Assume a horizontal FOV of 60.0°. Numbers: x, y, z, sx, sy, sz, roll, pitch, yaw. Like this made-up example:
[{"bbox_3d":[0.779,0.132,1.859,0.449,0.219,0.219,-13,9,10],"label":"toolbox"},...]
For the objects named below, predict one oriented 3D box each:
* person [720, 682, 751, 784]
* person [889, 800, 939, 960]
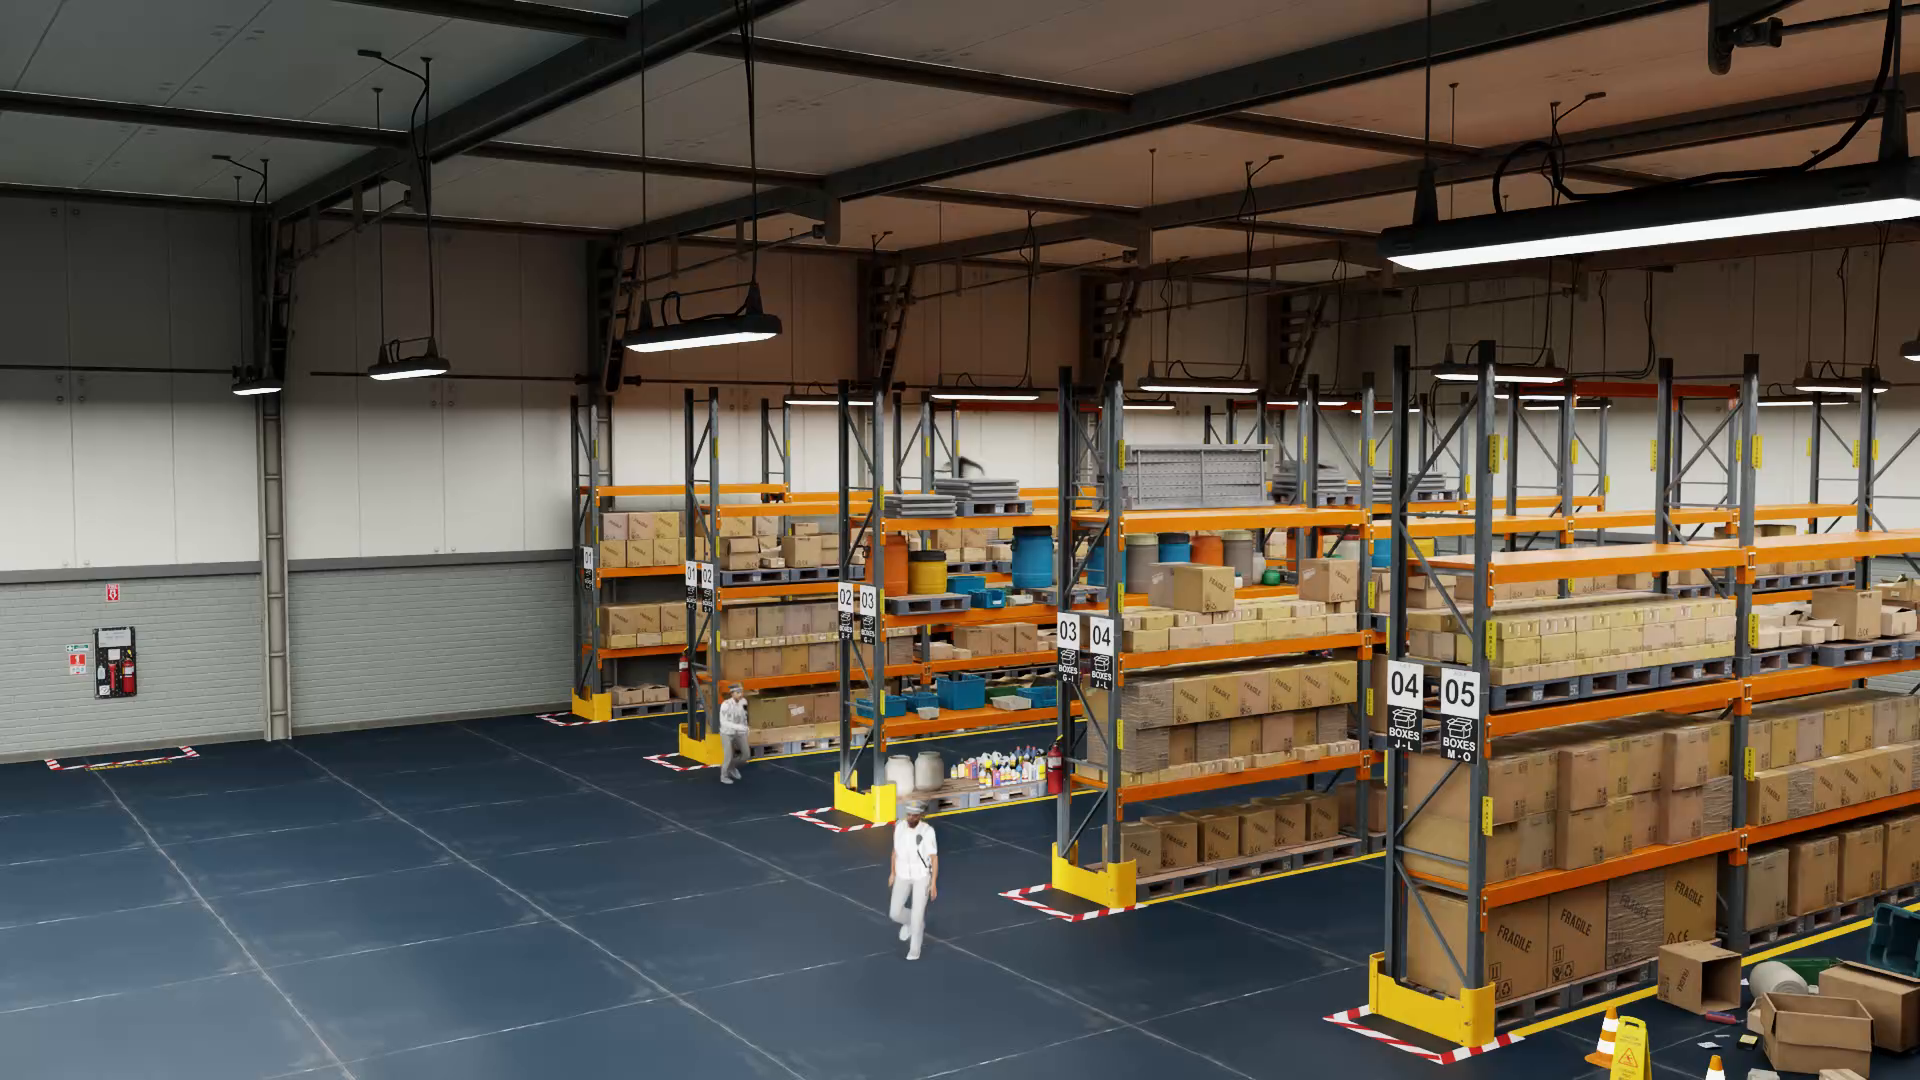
[{"bbox_3d":[-3.357,2.884,24.812,0.592,1.570,0.756,-3,4,-37],"label":"person"},{"bbox_3d":[-0.433,3.345,16.636,0.582,1.624,0.641,1,4,18],"label":"person"}]
